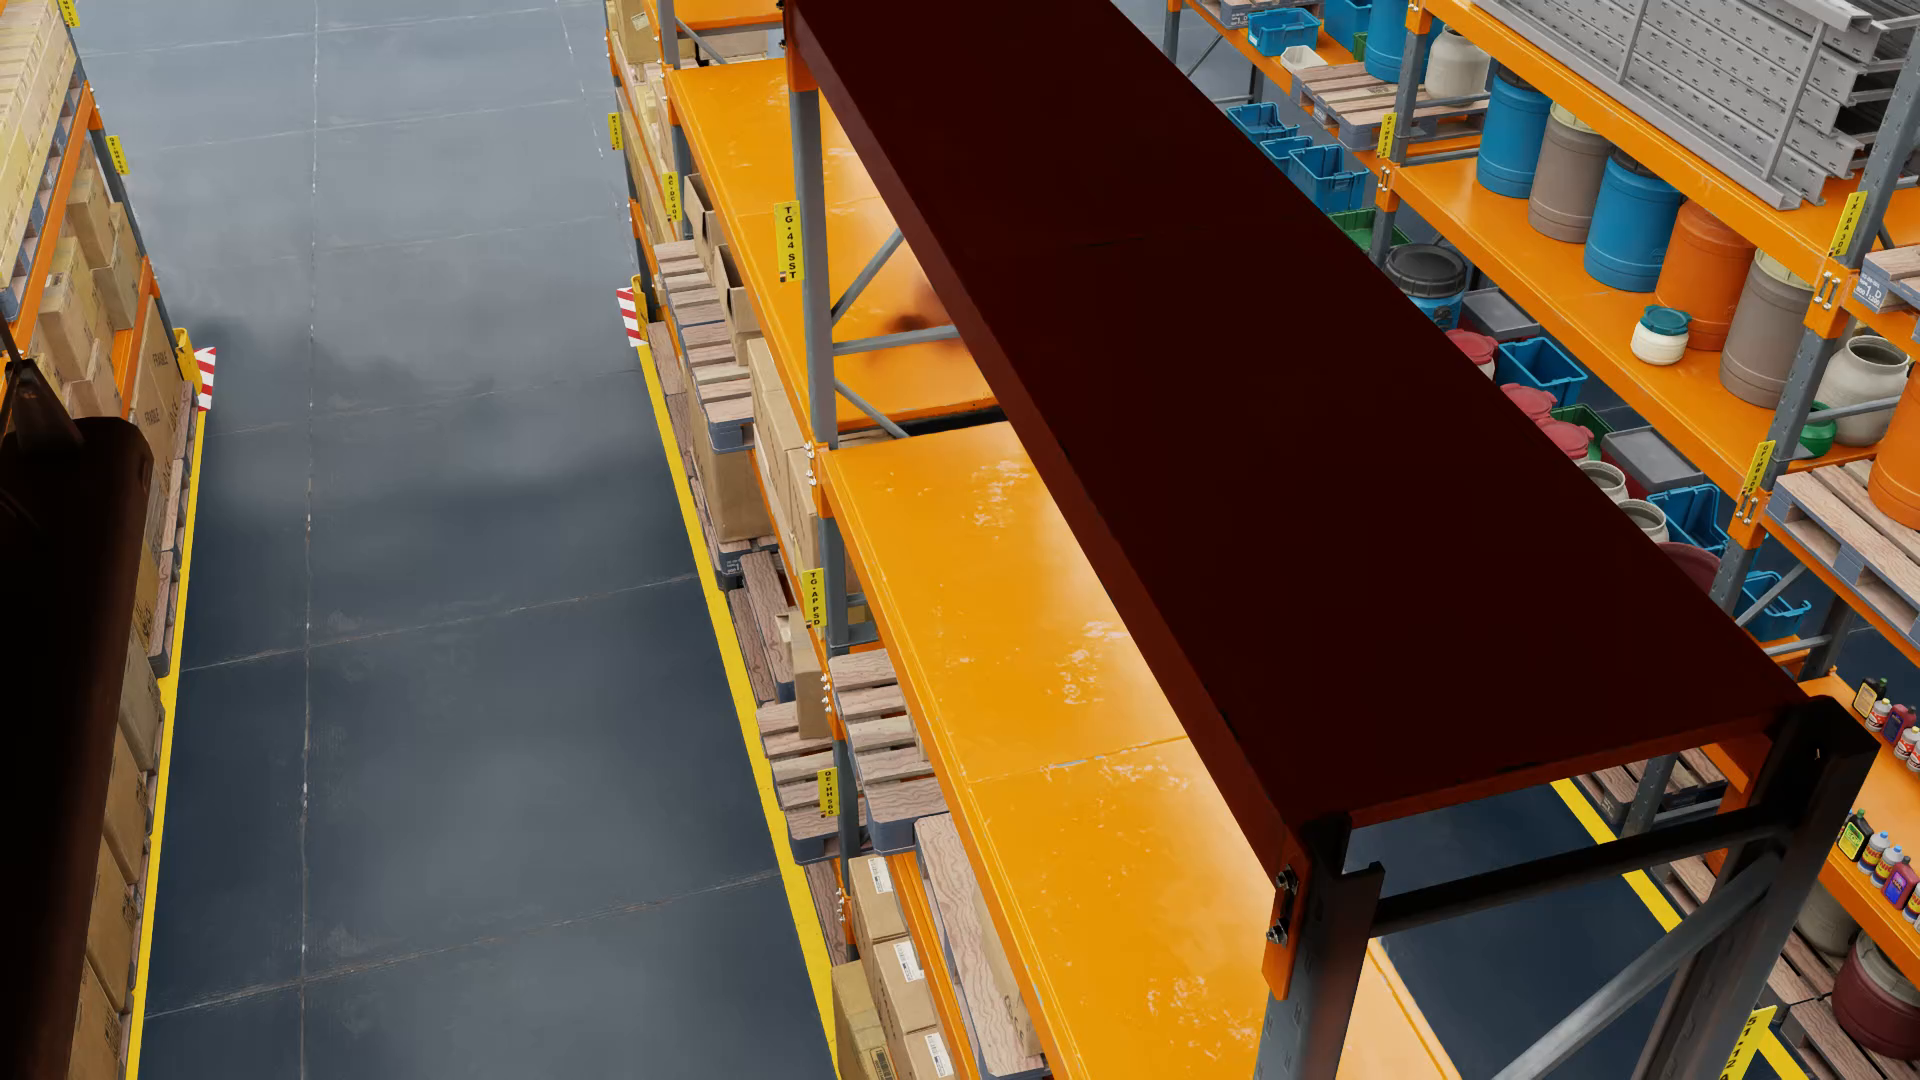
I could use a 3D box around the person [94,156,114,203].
[{"bbox_3d":[-7.896,-2.933,15.245,0.729,1.601,0.547,18,42,21],"label":"person"}]
